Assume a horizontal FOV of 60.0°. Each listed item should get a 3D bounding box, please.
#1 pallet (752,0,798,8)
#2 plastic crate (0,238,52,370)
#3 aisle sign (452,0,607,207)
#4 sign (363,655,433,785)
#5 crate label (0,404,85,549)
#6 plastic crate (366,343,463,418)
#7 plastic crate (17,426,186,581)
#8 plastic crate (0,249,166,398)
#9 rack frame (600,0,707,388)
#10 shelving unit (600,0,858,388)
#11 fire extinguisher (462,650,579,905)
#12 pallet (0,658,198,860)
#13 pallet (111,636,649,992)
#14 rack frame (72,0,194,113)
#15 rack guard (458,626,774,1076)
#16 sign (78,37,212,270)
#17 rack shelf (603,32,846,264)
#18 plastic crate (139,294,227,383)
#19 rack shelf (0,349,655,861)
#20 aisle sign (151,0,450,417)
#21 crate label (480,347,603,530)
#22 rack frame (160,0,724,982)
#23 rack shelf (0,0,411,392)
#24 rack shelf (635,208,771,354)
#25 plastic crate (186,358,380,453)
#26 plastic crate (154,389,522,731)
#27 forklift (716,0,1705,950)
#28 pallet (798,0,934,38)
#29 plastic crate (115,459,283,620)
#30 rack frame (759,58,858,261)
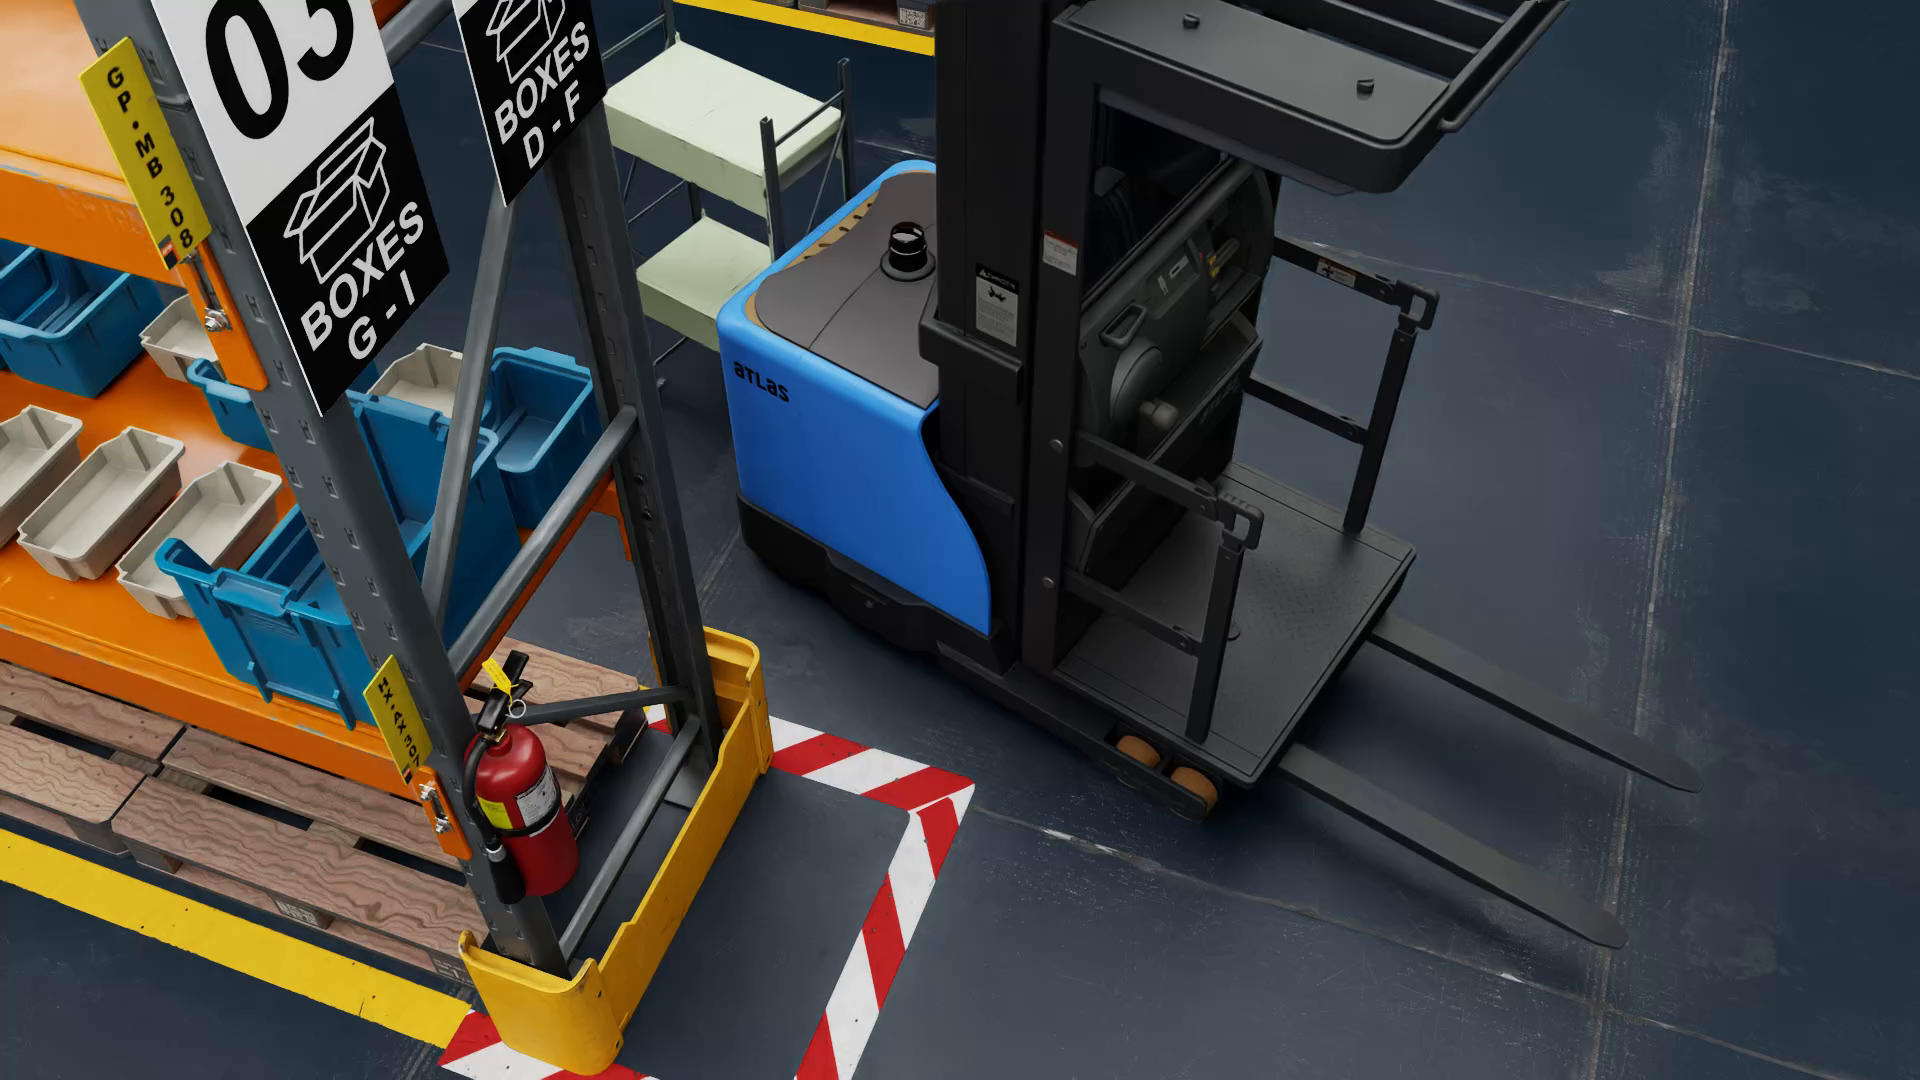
[{"bbox_3d":[-1.190,-3.121,8.316,1.213,0.211,1.003,16,51,13],"label":"pallet"},{"bbox_3d":[-2.585,-0.662,4.410,0.300,0.233,0.416,16,51,13],"label":"plastic crate"},{"bbox_3d":[-0.780,-1.019,2.928,0.004,0.787,0.394,16,51,13],"label":"aisle sign"},{"bbox_3d":[-1.126,0.365,3.341,0.005,0.325,0.100,16,51,13],"label":"sign"},{"bbox_3d":[-2.315,-0.136,4.018,0.243,0.136,0.396,16,51,13],"label":"crate label"},{"bbox_3d":[-1.340,-0.350,4.203,0.298,0.136,0.250,16,51,13],"label":"plastic crate"},{"bbox_3d":[-2.045,-0.081,3.970,0.243,0.136,0.396,16,51,13],"label":"plastic crate"},{"bbox_3d":[-2.303,-0.584,4.342,0.300,0.233,0.416,16,51,13],"label":"plastic crate"},{"bbox_3d":[-1.052,-1.163,5.765,0.023,1.500,0.400,28,55,22],"label":"rack frame"},{"bbox_3d":[-0.754,-1.002,5.626,0.755,1.500,0.431,28,55,22],"label":"shelving unit"},{"bbox_3d":[-0.966,0.533,3.601,0.183,0.674,0.296,16,51,13],"label":"fire extinguisher"},{"bbox_3d":[-2.851,0.373,5.287,1.213,0.211,1.003,16,51,13],"label":"pallet"},{"bbox_3d":[-1.711,0.694,5.009,1.213,0.211,1.003,16,51,13],"label":"pallet"},{"bbox_3d":[-0.950,-1.941,1.477,0.127,3.000,1.000,16,51,13],"label":"rack frame"},{"bbox_3d":[-0.923,0.840,4.691,0.348,0.500,1.175,16,51,13],"label":"rack guard"},{"bbox_3d":[-1.126,-0.530,2.309,0.005,0.325,0.100,16,51,13],"label":"sign"},{"bbox_3d":[-0.754,-1.257,5.331,0.720,0.370,0.431,28,55,22],"label":"rack shelf"},{"bbox_3d":[-1.976,-0.528,4.357,0.298,0.136,0.250,16,51,13],"label":"plastic crate"},{"bbox_3d":[-2.827,-0.264,4.470,4.000,0.370,1.077,16,51,13],"label":"rack shelf"},{"bbox_3d":[-0.984,-0.601,2.565,0.004,0.787,0.394,16,51,13],"label":"aisle sign"},{"bbox_3d":[-1.068,-0.239,4.043,0.303,0.233,0.416,16,51,13],"label":"crate label"},{"bbox_3d":[-0.950,0.024,3.744,0.127,3.000,1.000,16,51,13],"label":"rack frame"},{"bbox_3d":[-2.827,-1.246,3.336,4.000,0.370,1.077,16,51,13],"label":"rack shelf"},{"bbox_3d":[-0.754,-0.788,5.872,0.720,0.370,0.431,28,55,22],"label":"rack shelf"},{"bbox_3d":[-1.685,-0.411,4.192,0.300,0.233,0.416,16,51,13],"label":"plastic crate"},{"bbox_3d":[-1.329,0.038,3.669,0.499,0.435,0.616,16,51,13],"label":"plastic crate"},{"bbox_3d":[0.751,-0.578,4.311,3.031,2.935,1.130,28,55,22],"label":"forklift"},{"bbox_3d":[-0.050,-2.801,8.038,1.213,0.211,1.003,16,51,13],"label":"pallet"},{"bbox_3d":[-1.778,0.006,3.895,0.243,0.136,0.396,16,51,13],"label":"plastic crate"},{"bbox_3d":[-0.457,-0.841,5.486,0.023,1.500,0.400,28,55,22],"label":"rack frame"}]
